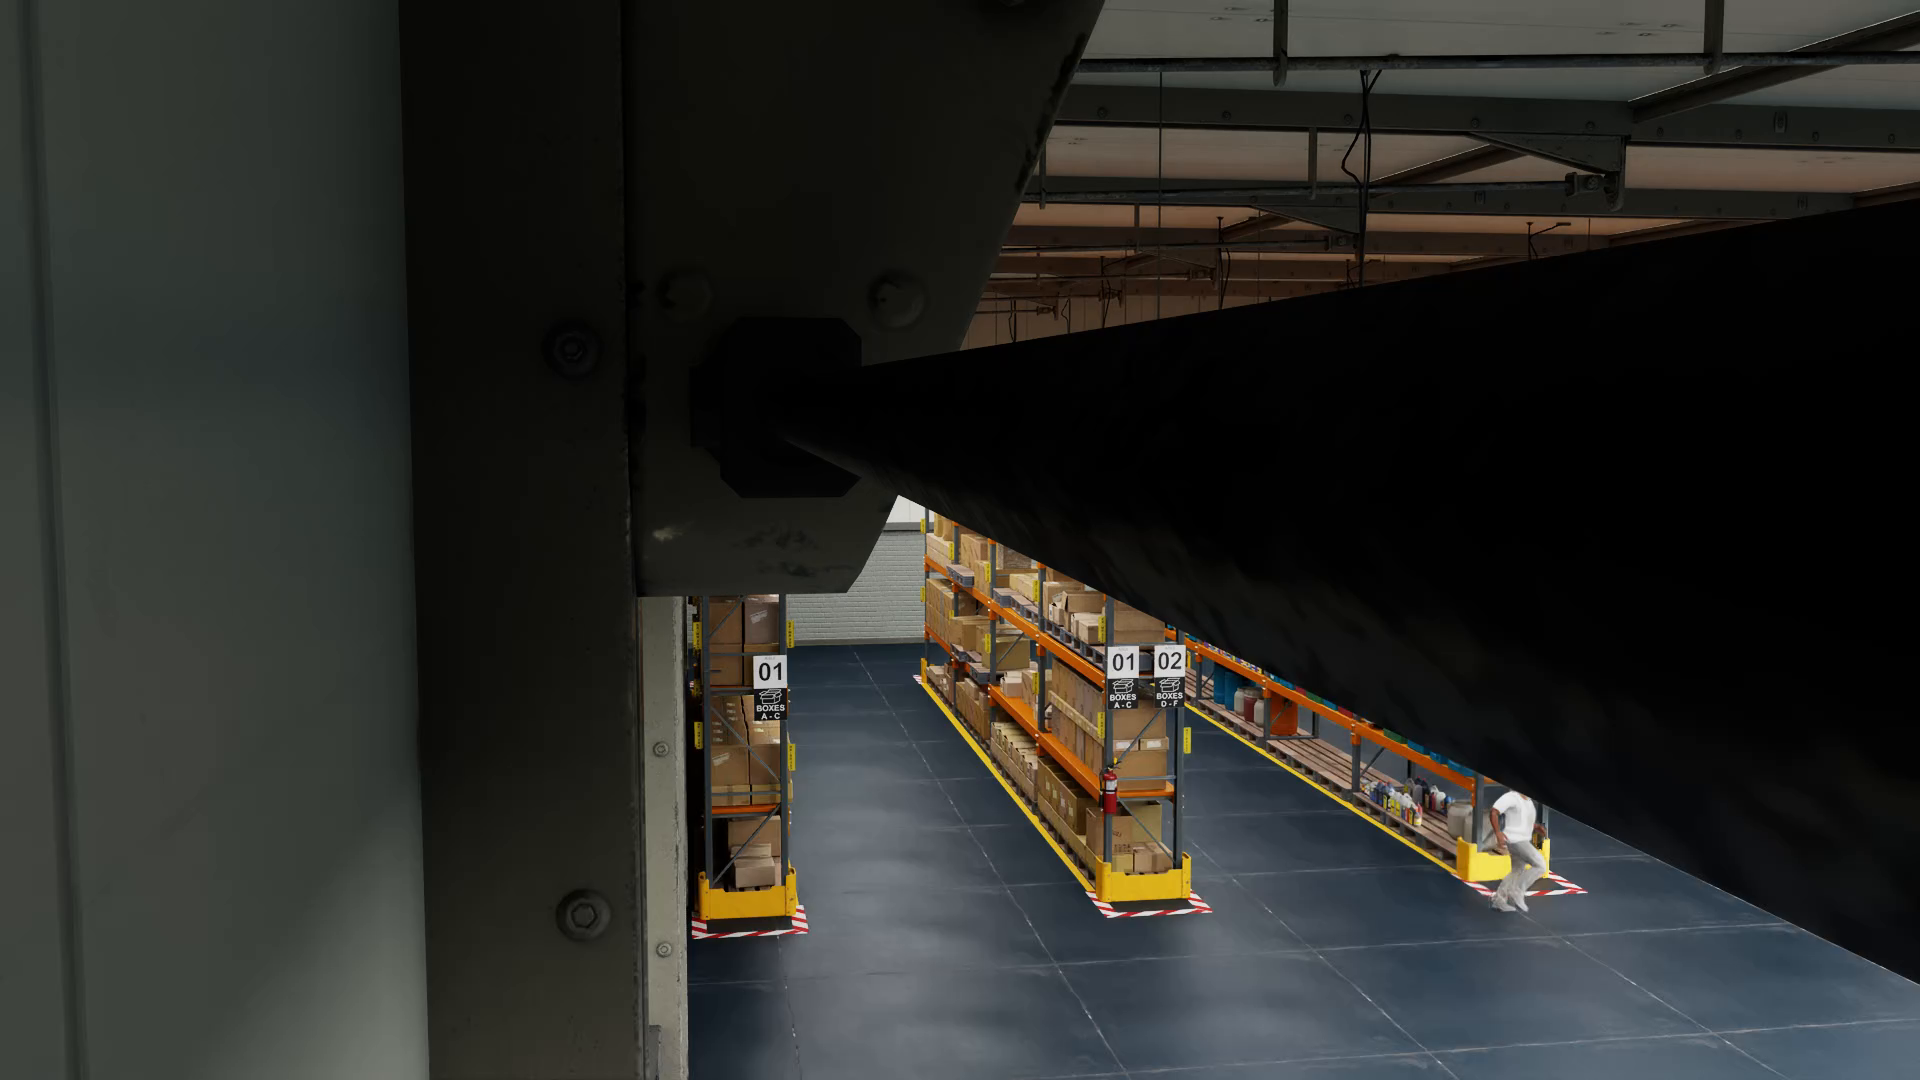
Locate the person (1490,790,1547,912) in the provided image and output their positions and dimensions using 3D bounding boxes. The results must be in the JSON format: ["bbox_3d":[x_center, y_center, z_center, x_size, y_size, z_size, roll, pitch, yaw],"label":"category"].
[{"bbox_3d":[6.880,3.674,20.350,0.650,1.700,0.721,3,6,33],"label":"person"}]
